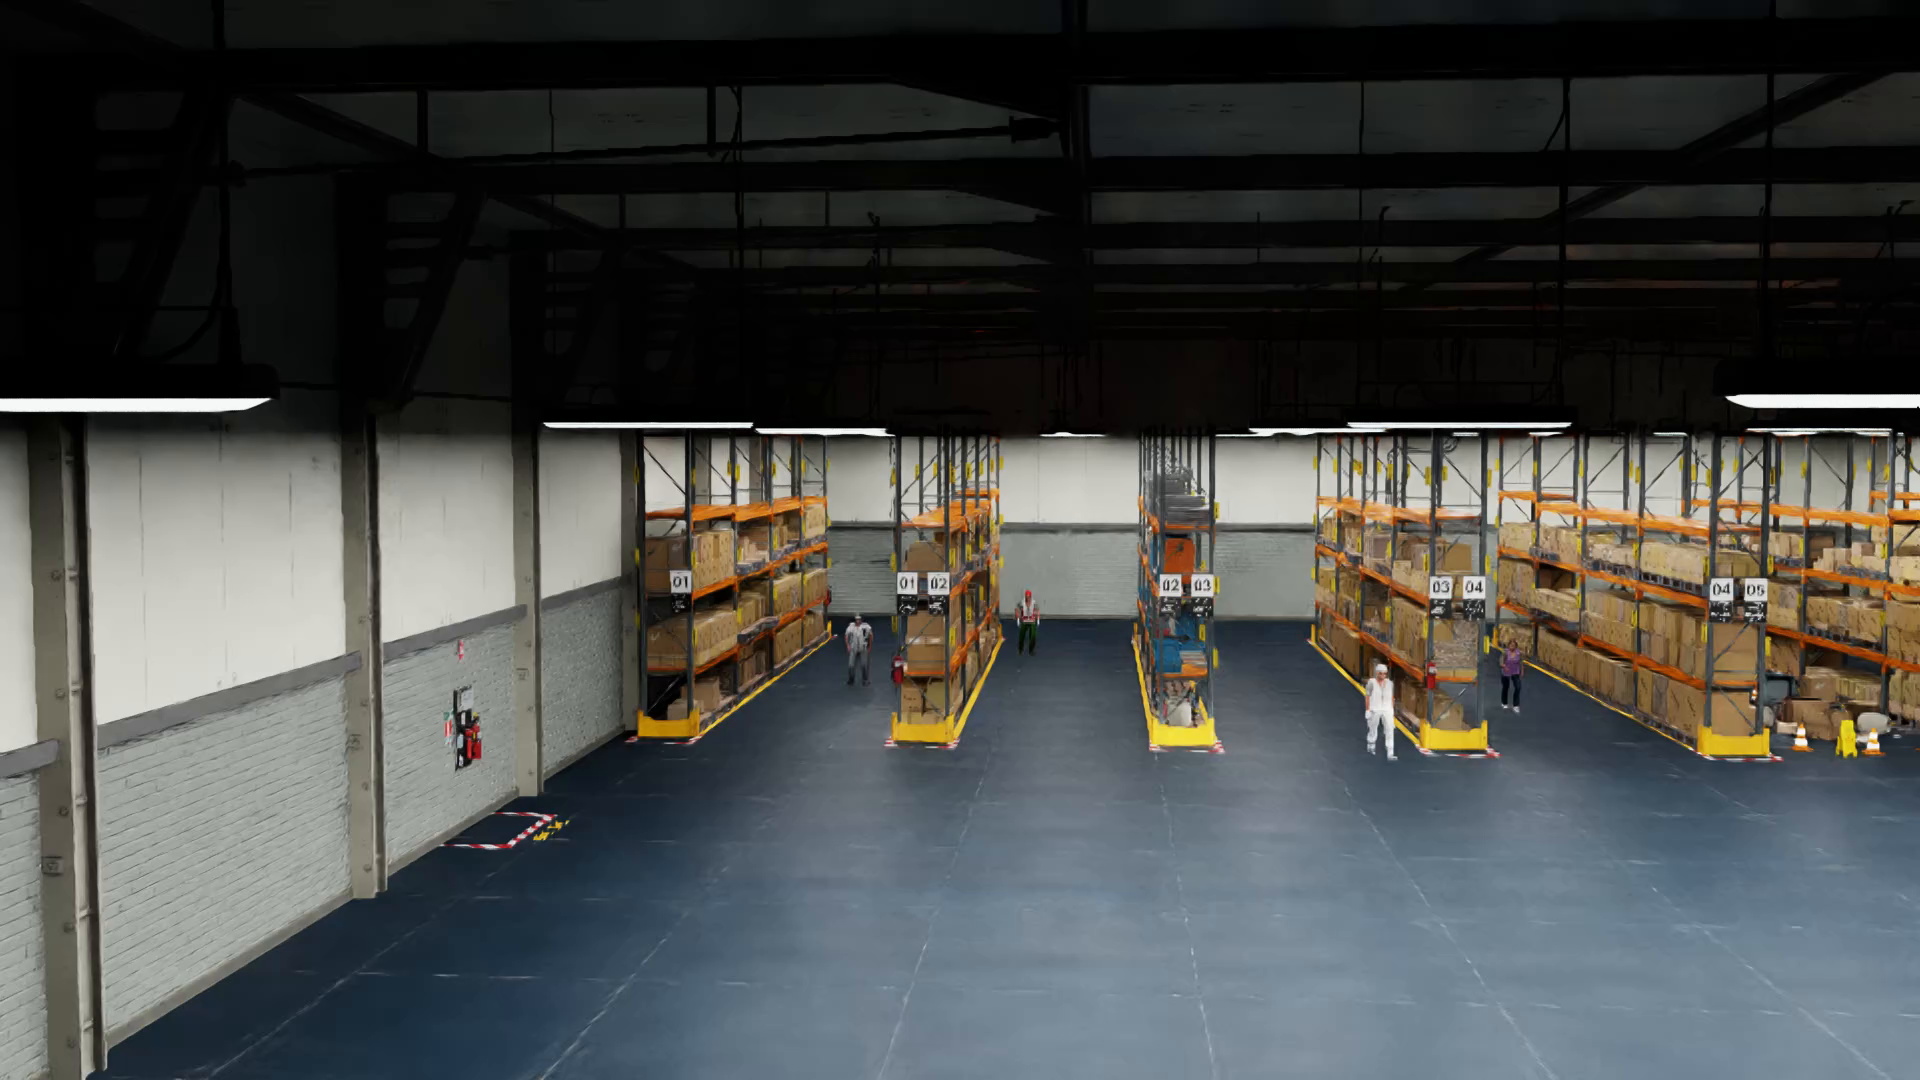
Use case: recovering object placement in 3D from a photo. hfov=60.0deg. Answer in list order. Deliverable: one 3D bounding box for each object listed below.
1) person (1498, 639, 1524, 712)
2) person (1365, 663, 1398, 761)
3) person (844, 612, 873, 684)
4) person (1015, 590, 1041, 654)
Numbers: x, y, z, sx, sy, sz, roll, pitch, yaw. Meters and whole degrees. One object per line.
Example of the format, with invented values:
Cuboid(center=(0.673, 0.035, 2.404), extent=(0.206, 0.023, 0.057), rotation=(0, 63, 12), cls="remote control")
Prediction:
Cuboid(center=(11.614, 2.824, 35.038), extent=(0.562, 1.530, 0.815), rotation=(1, 4, 10), cls="person")
Cuboid(center=(7.502, 3.041, 29.663), extent=(0.557, 1.705, 1.116), rotation=(0, 3, 3), cls="person")
Cuboid(center=(-2.356, 2.514, 38.738), extent=(0.682, 1.715, 0.536), rotation=(0, 3, 4), cls="person")
Cuboid(center=(1.799, 2.175, 44.147), extent=(0.677, 1.742, 0.552), rotation=(0, 3, 1), cls="person")
